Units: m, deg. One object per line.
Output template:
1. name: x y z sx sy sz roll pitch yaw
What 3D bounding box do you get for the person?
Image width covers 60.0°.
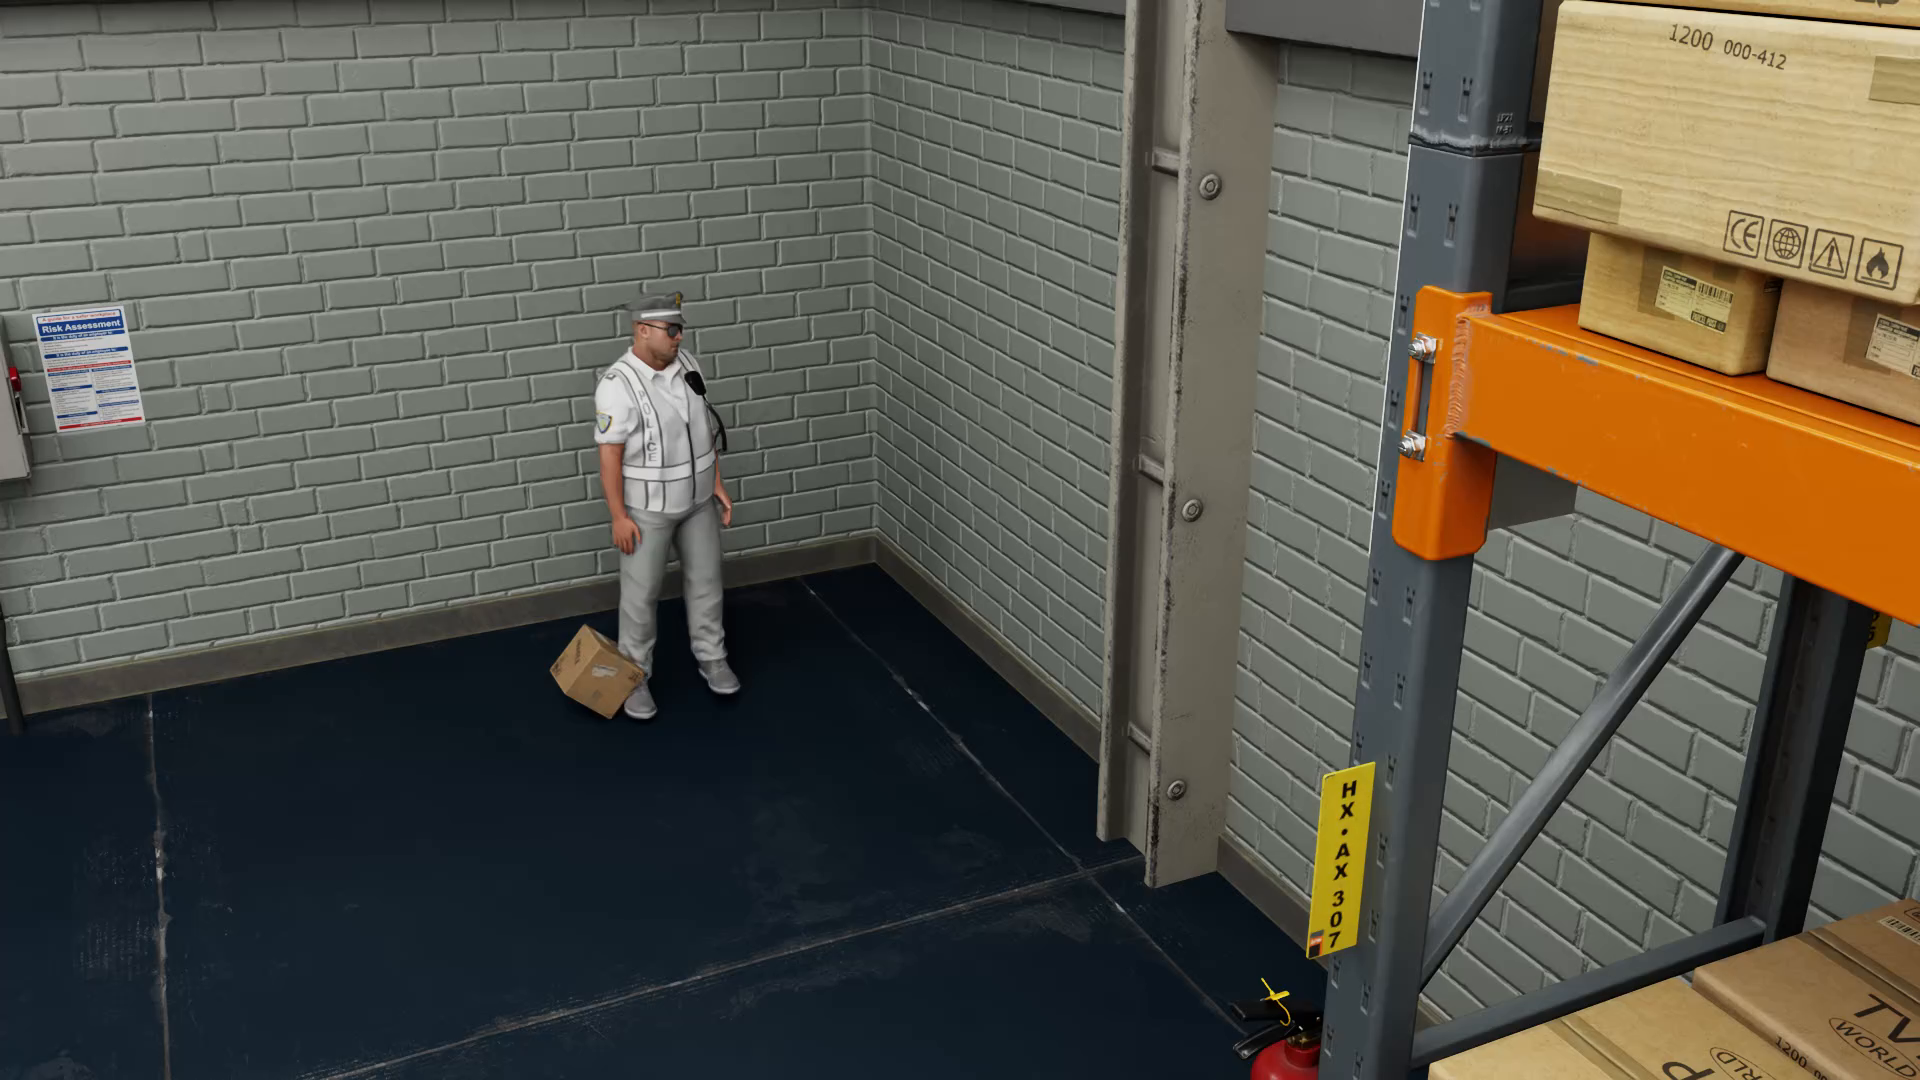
1. person: -1.215 -0.151 6.877 0.499 1.769 0.572 18 28 38
